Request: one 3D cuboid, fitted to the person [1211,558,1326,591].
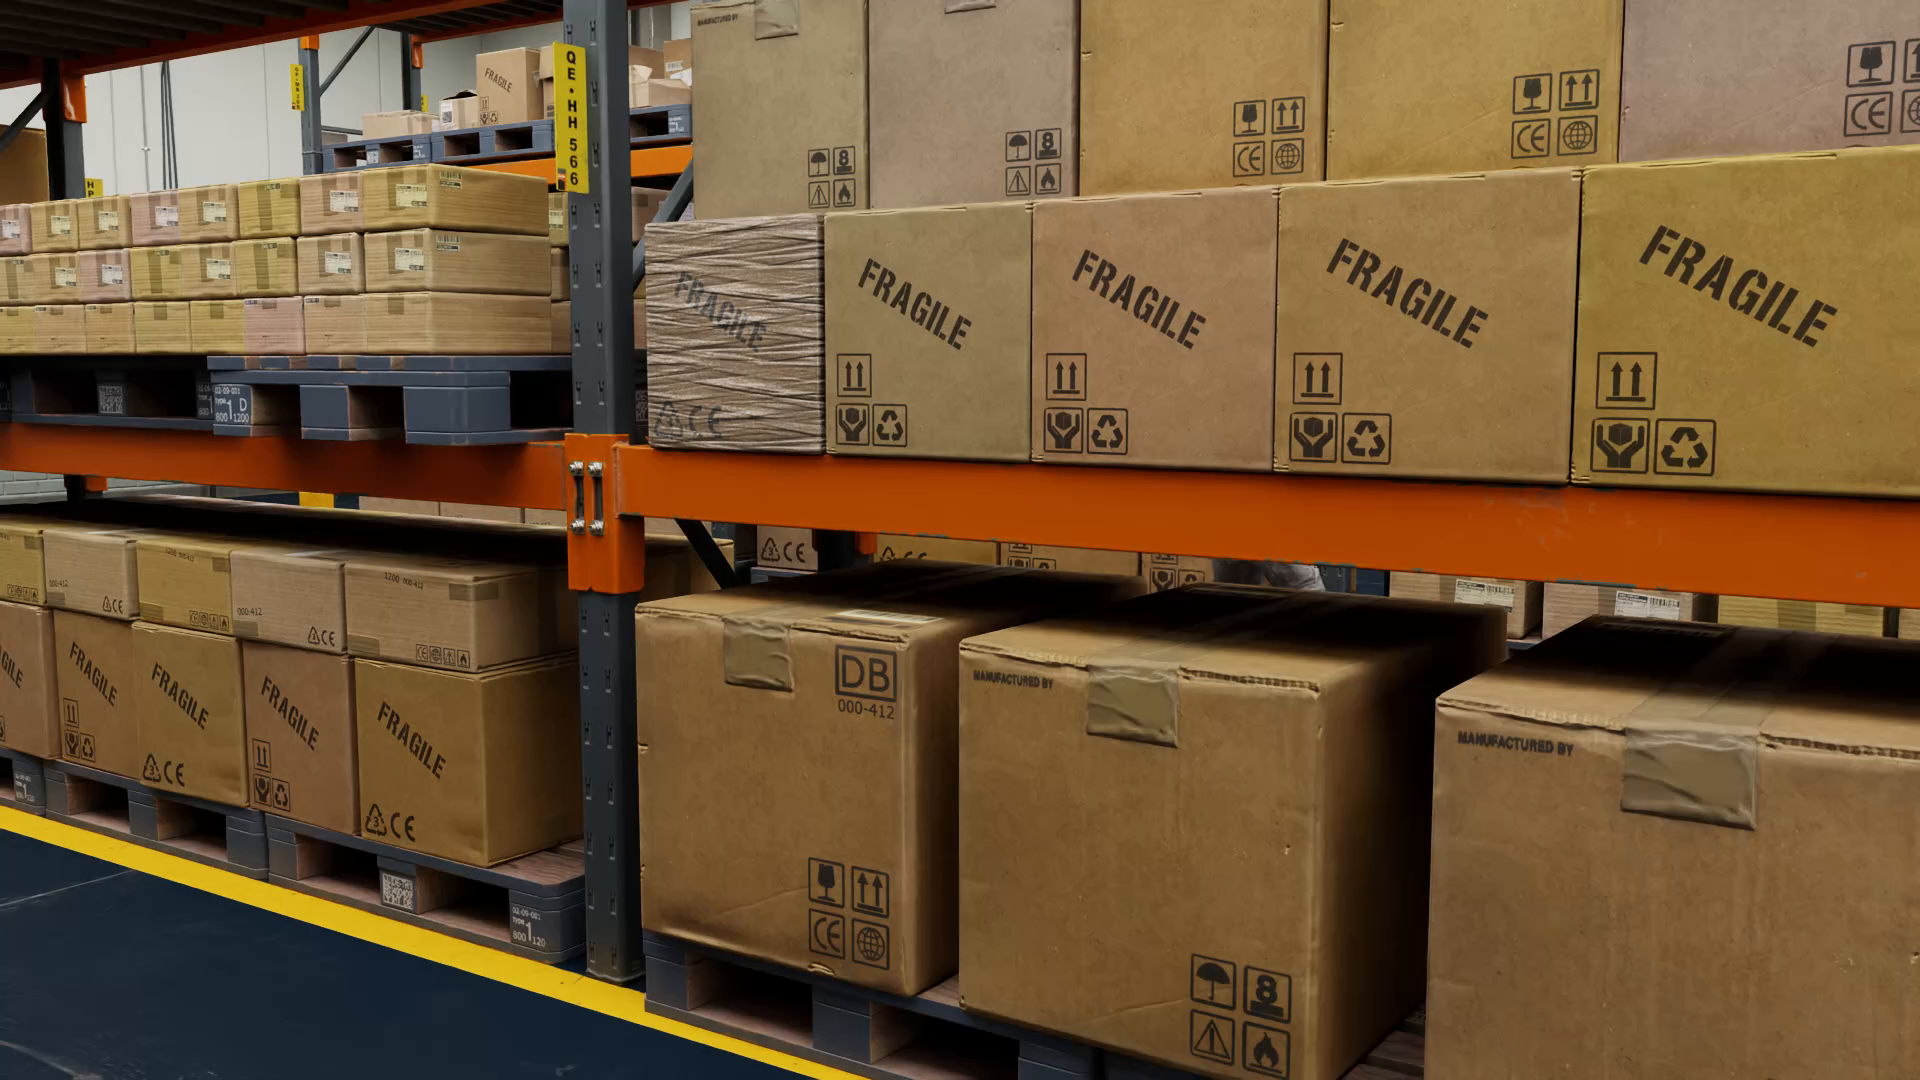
[{"bbox_3d":[1.146,-0.089,6.419,0.474,1.820,0.570,-1,6,-5],"label":"person"}]
